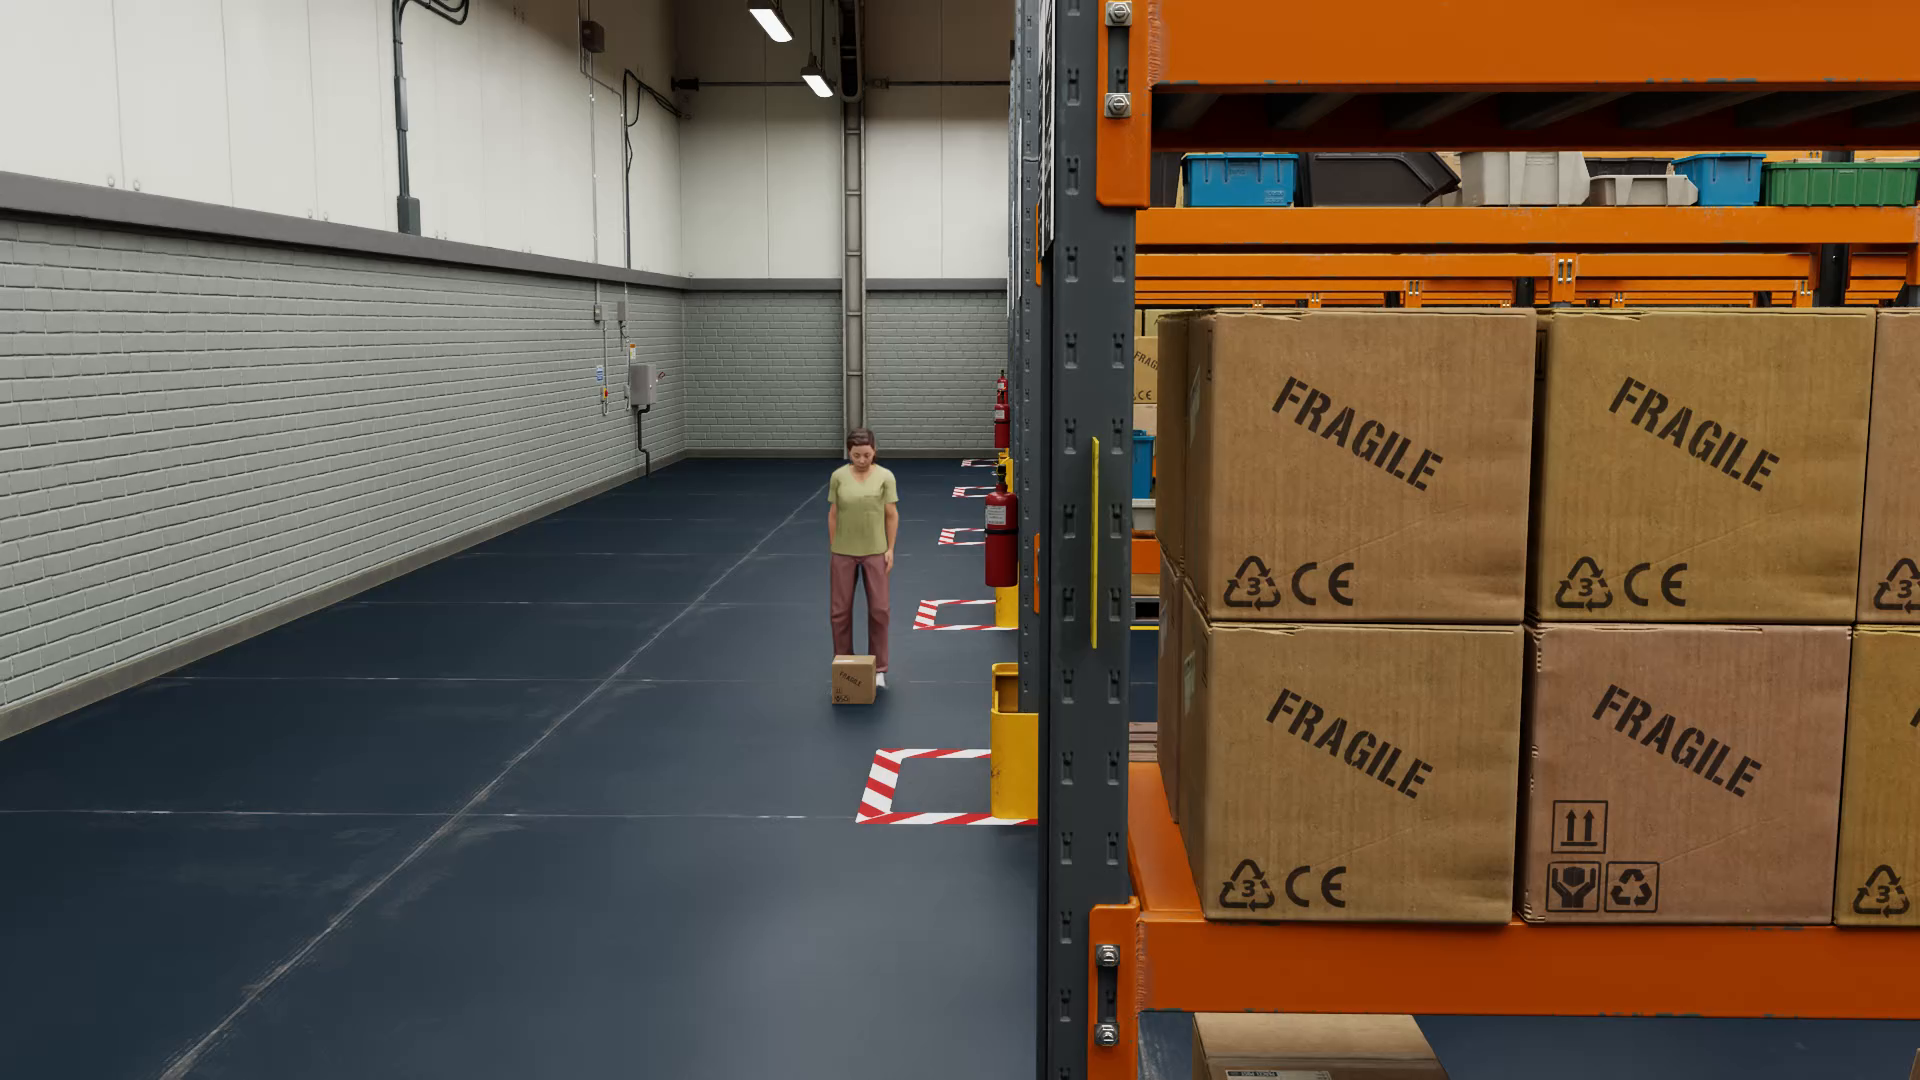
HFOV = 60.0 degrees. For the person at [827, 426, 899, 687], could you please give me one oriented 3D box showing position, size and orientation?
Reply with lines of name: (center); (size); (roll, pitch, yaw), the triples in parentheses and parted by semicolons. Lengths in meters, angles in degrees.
person: (-0.617, 0.107, 10.584); (0.458, 1.648, 0.343); (0, 7, 3)
